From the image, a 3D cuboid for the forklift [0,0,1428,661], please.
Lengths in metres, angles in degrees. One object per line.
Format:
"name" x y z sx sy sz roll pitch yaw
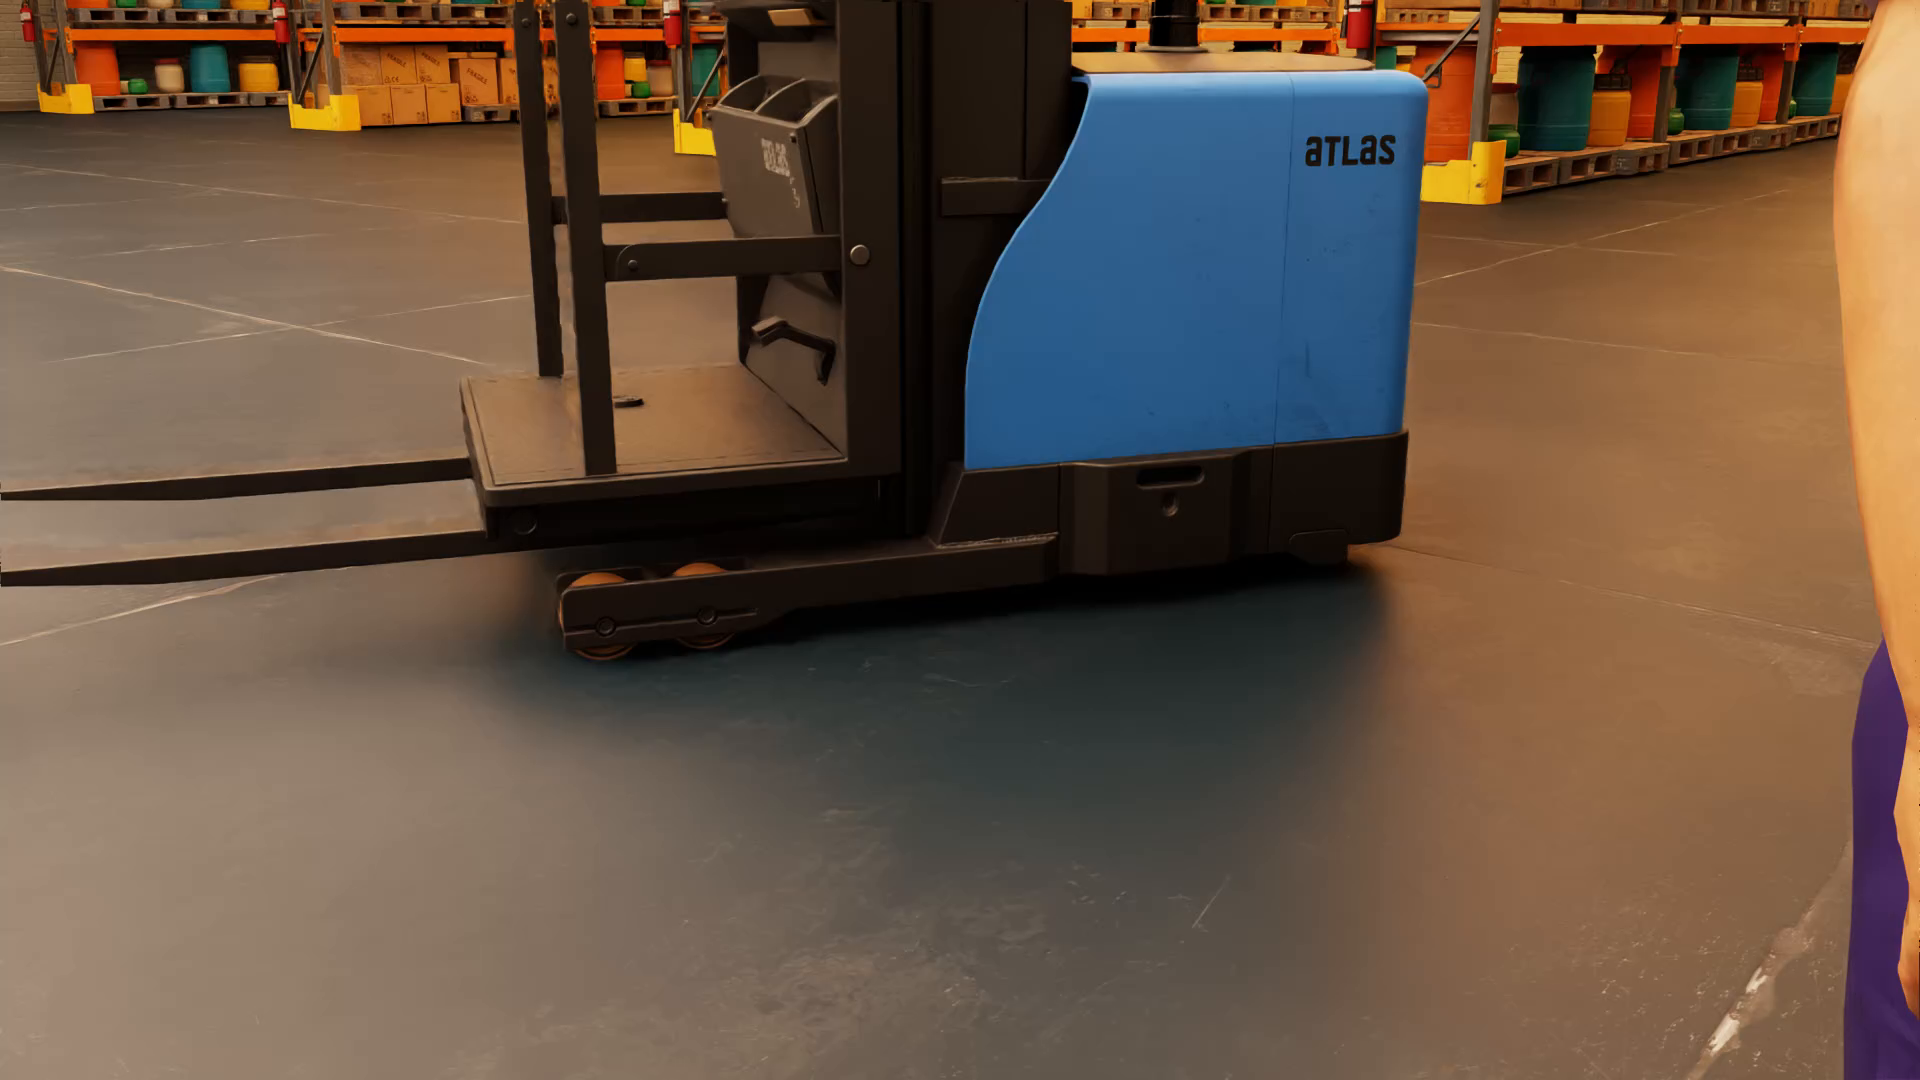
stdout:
"forklift" -0.579 -1.343 3.322 3.031 2.935 1.130 -6 18 -18
